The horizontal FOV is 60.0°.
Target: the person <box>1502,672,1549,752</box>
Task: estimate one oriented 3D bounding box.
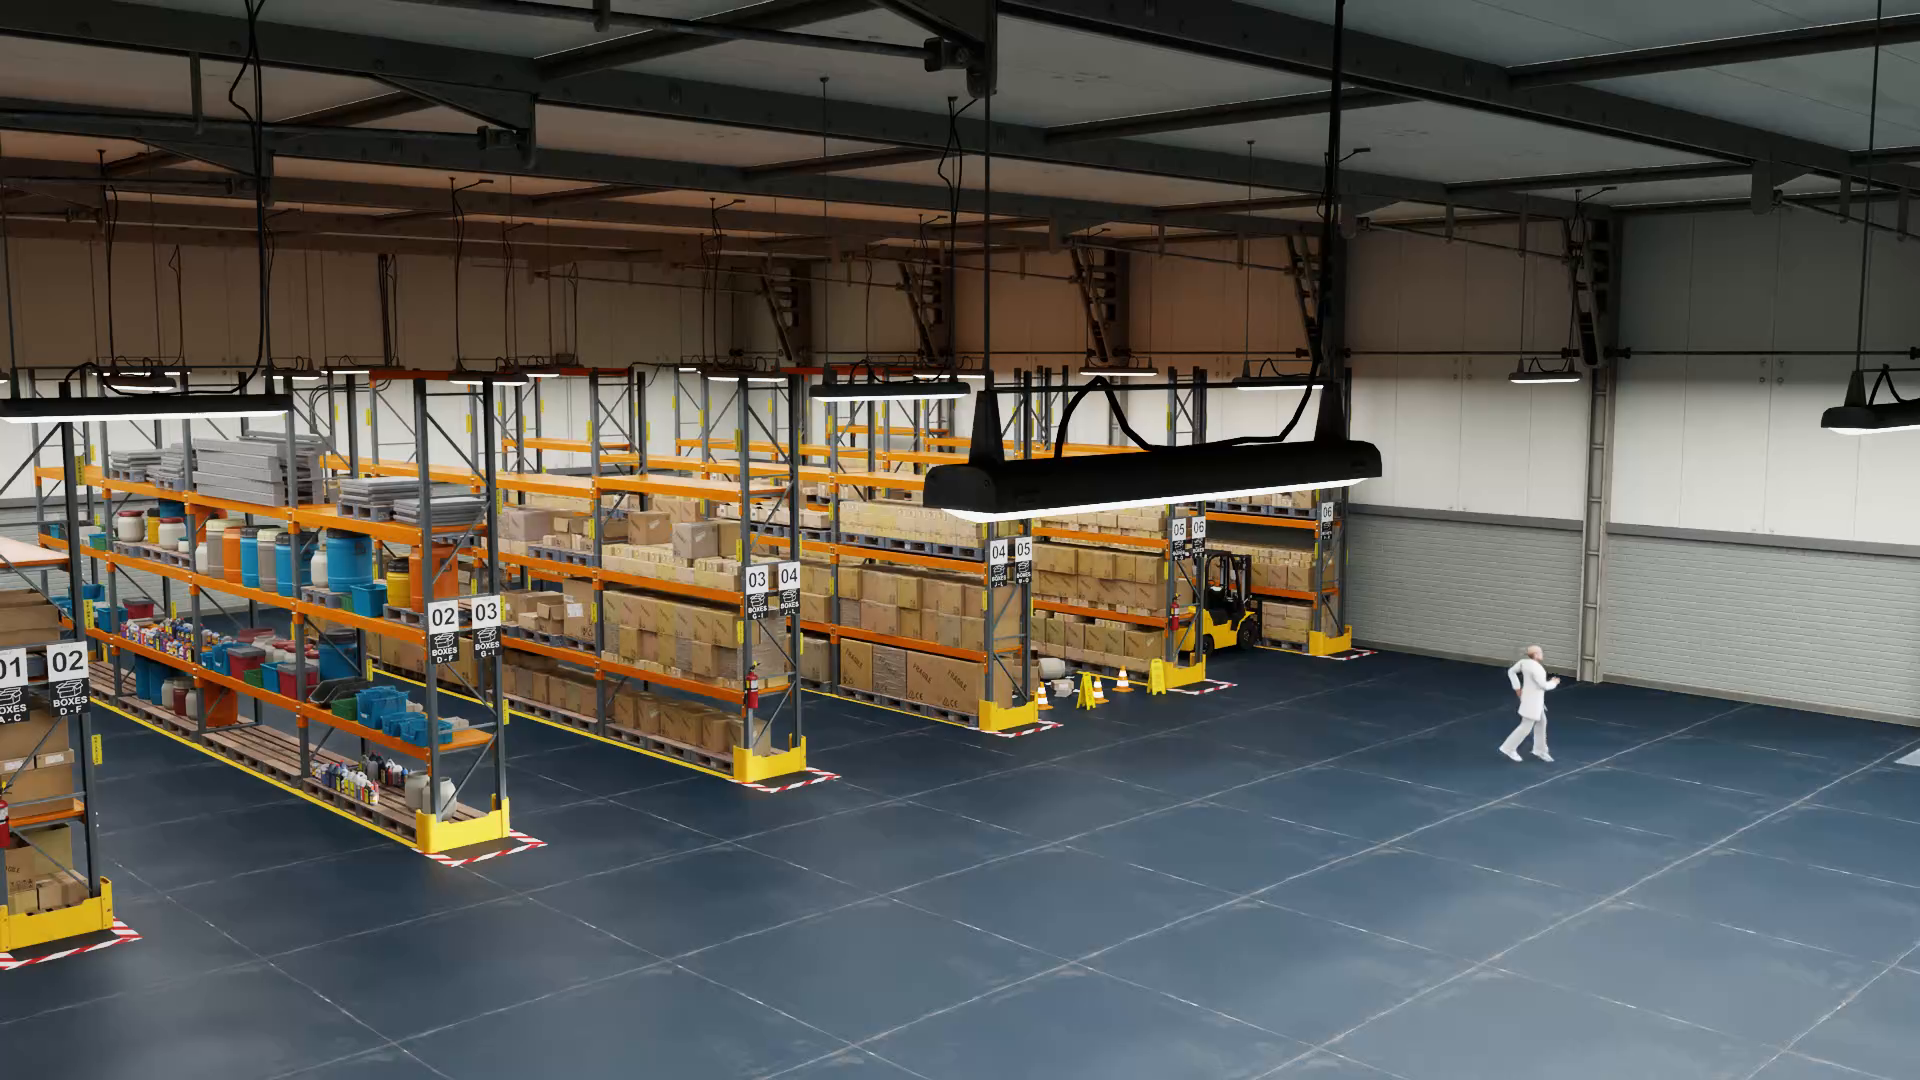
[{"bbox_3d":[8.758,2.576,25.687,0.749,1.445,0.387,0,6,3],"label":"person"}]
